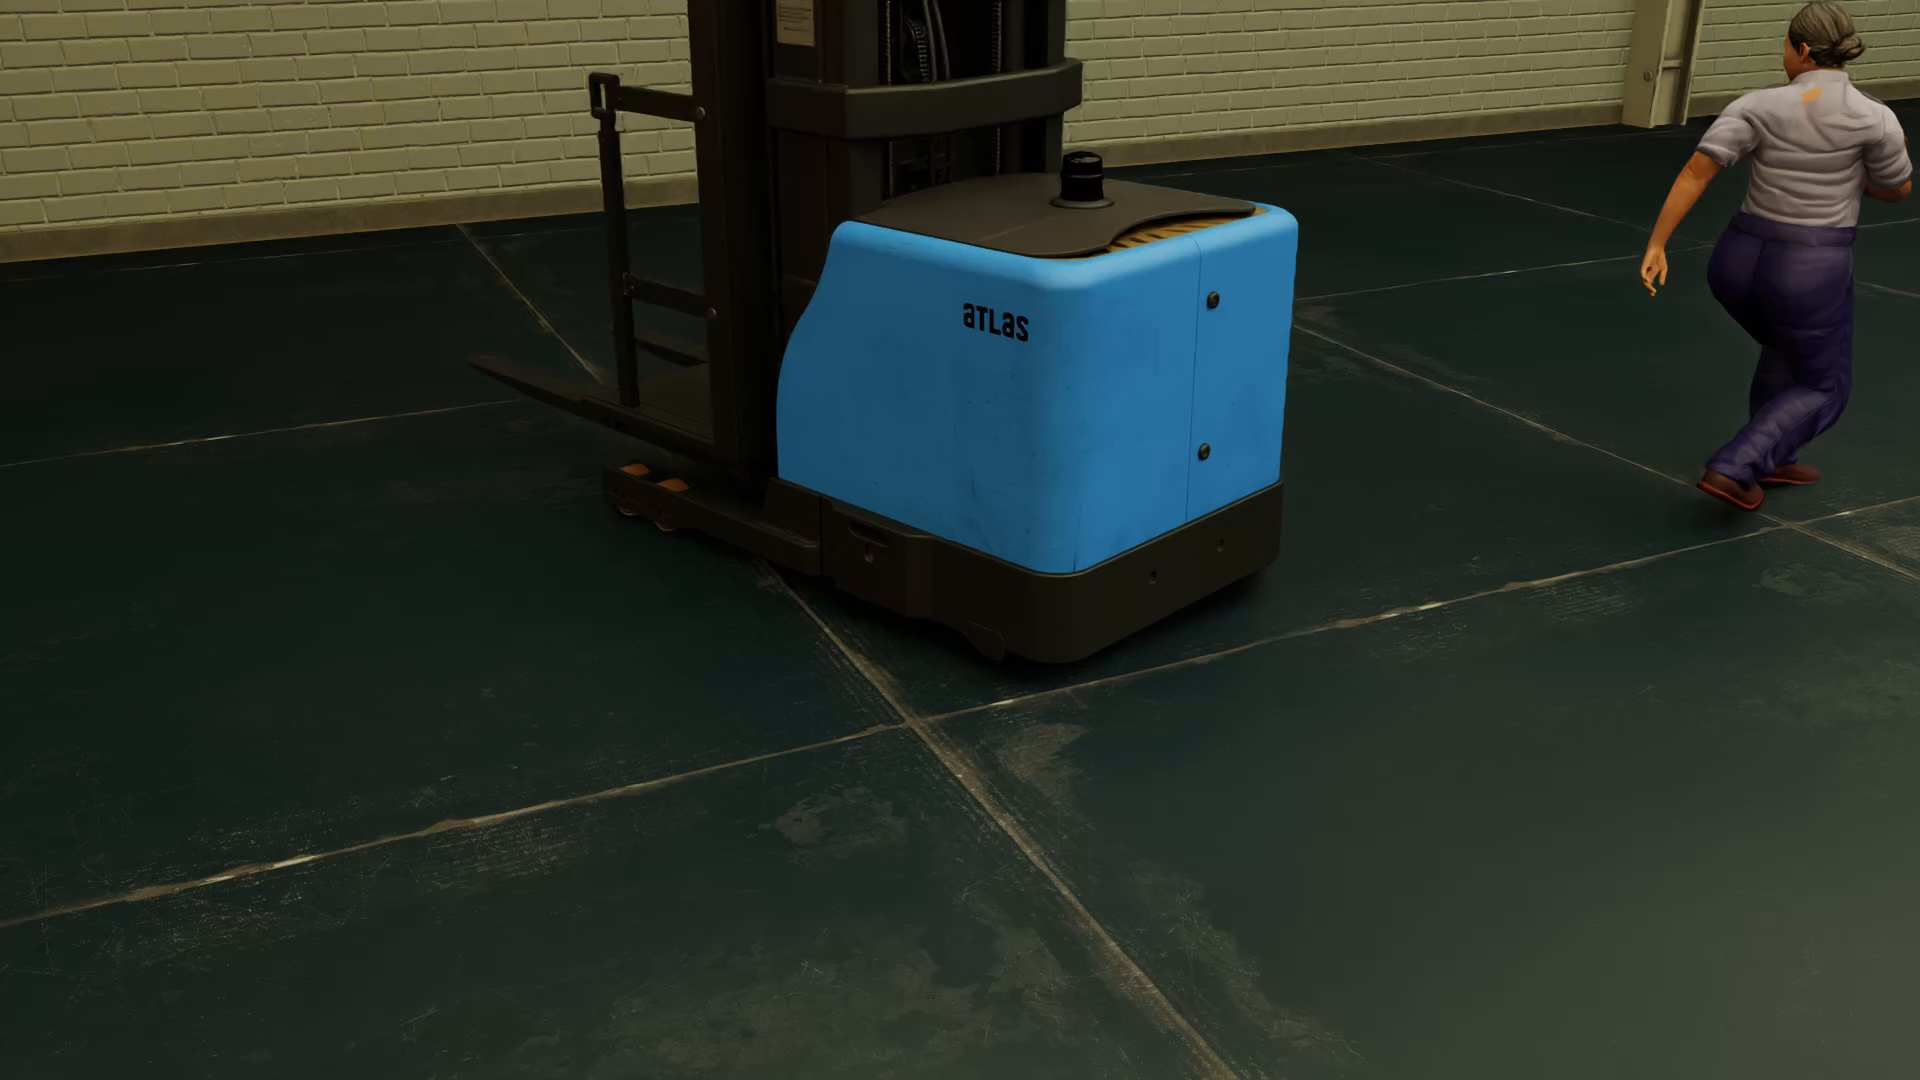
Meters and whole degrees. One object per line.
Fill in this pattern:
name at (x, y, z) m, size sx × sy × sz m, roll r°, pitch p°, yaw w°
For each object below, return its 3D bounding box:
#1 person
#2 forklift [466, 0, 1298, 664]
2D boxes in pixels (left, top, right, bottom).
person at (2.556, -0.851, 5.160) m, size 0.817 × 1.571 × 0.521 m, roll -15°, pitch 27°, yaw -32°
forklift at (-0.493, -1.505, 4.910) m, size 3.031 × 2.935 × 1.130 m, roll 20°, pitch 30°, yaw 39°
